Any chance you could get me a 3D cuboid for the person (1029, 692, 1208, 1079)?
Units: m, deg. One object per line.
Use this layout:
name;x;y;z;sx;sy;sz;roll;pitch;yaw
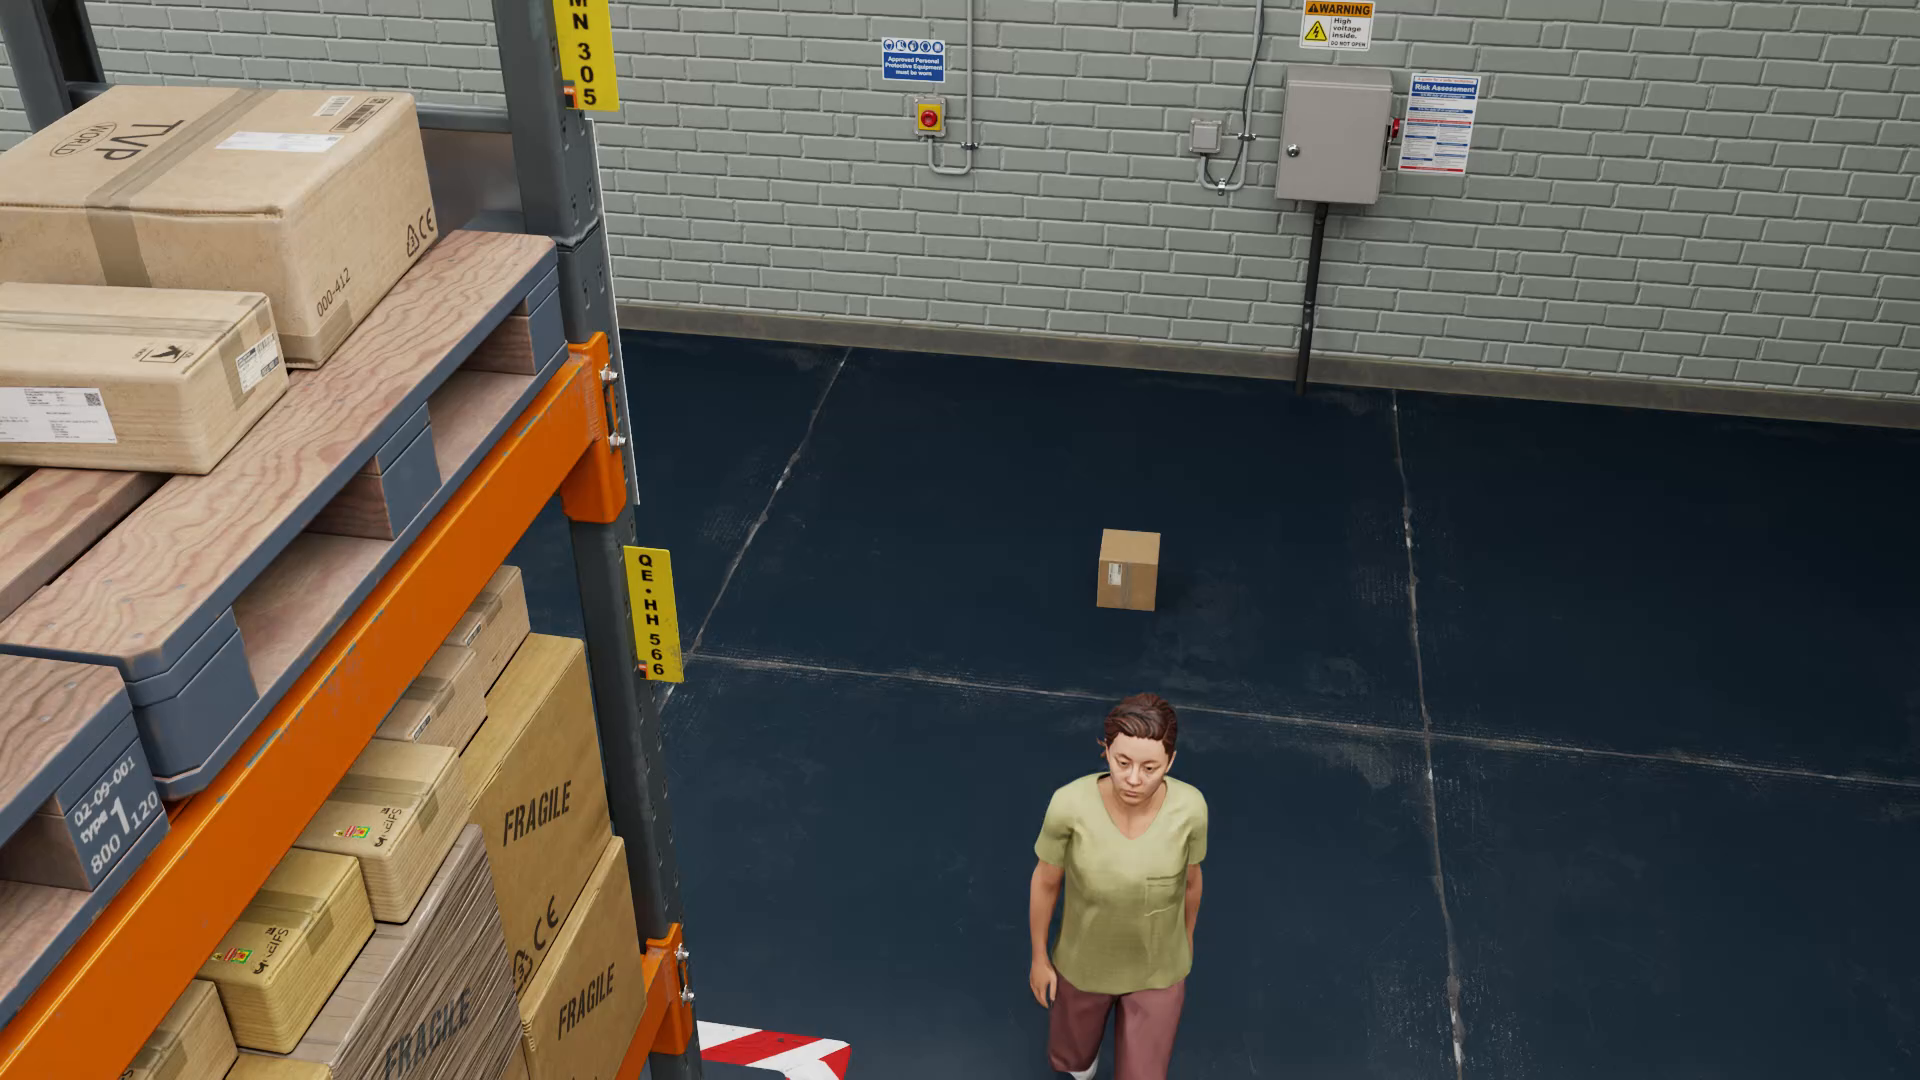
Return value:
person;0.408;1.087;4.421;0.452;1.640;0.869;2;33;4
